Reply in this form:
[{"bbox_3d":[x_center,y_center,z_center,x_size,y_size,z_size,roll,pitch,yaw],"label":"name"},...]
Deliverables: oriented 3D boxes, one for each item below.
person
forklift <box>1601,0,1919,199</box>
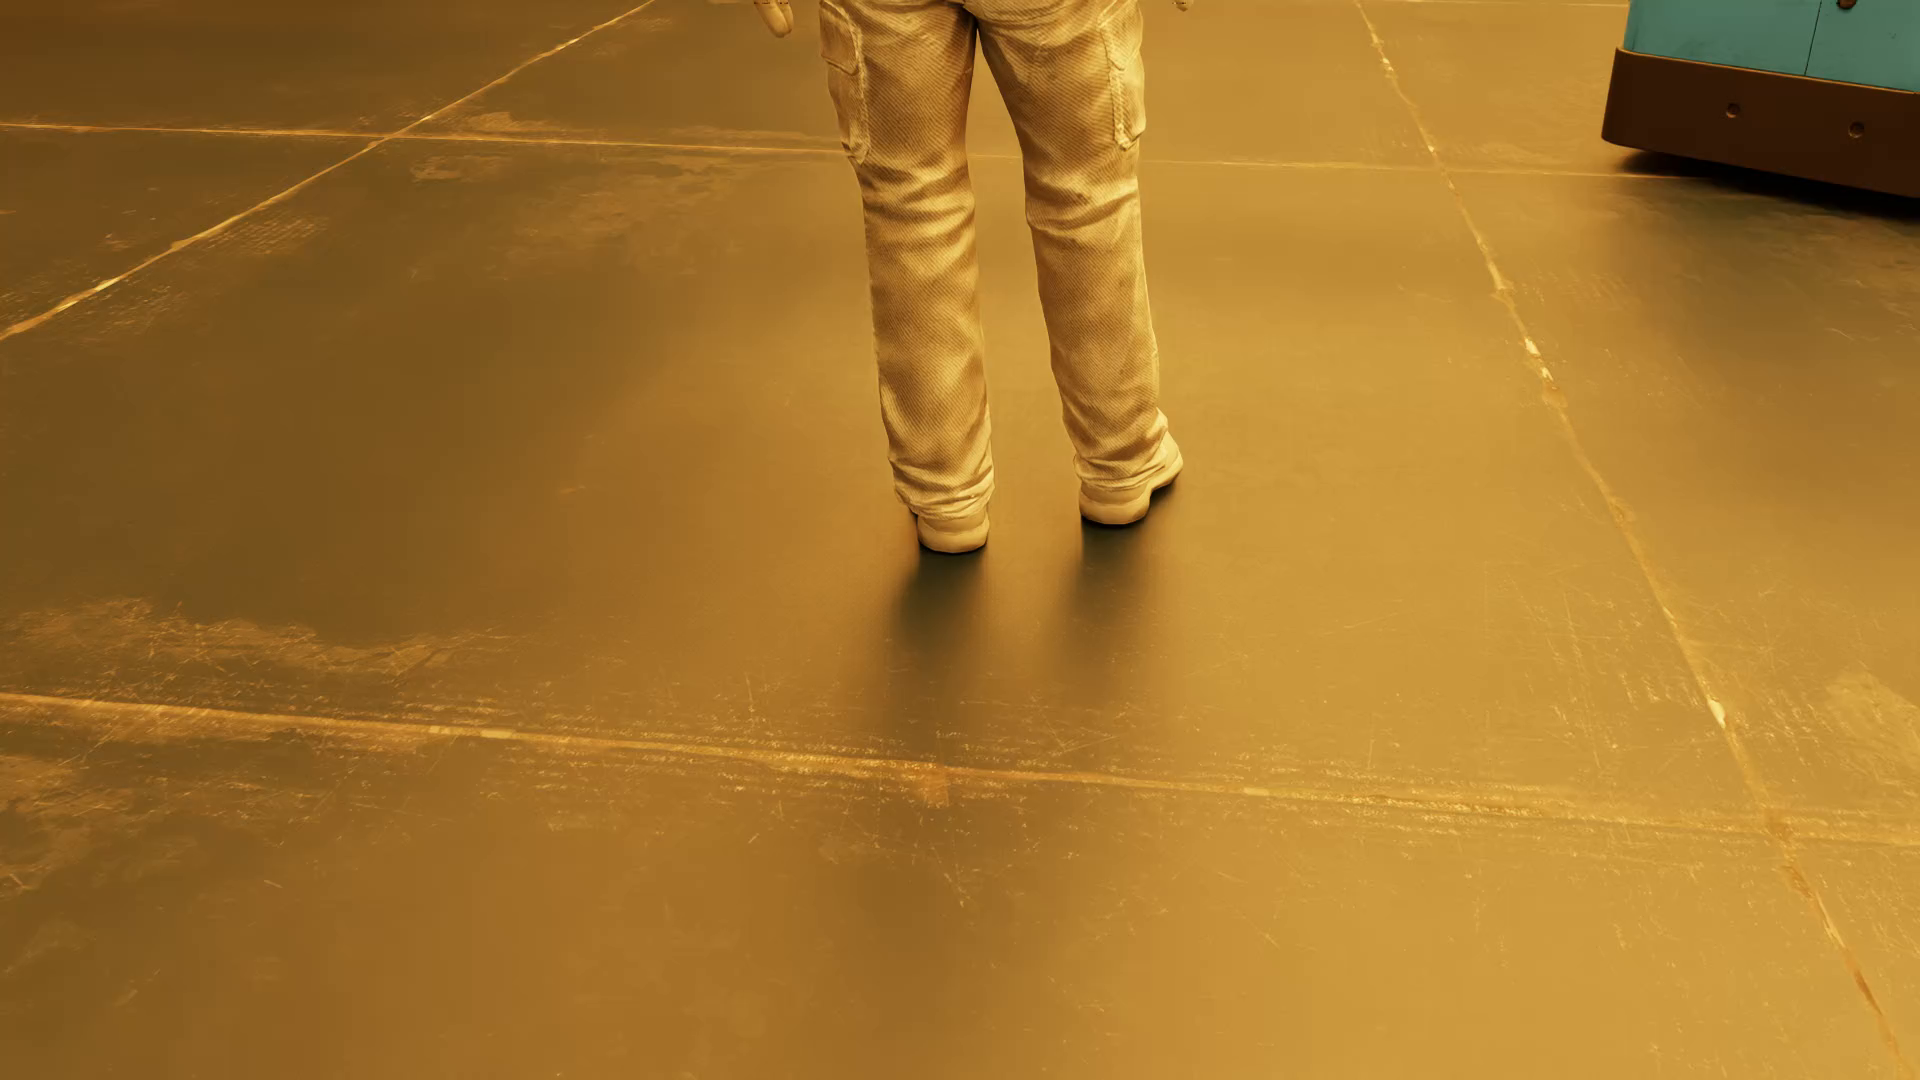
[{"bbox_3d":[0.017,-0.833,2.164,0.656,1.779,0.575,3,27,7],"label":"person"},{"bbox_3d":[3.163,-2.630,4.488,3.031,2.935,1.130,-23,34,-38],"label":"forklift"}]
